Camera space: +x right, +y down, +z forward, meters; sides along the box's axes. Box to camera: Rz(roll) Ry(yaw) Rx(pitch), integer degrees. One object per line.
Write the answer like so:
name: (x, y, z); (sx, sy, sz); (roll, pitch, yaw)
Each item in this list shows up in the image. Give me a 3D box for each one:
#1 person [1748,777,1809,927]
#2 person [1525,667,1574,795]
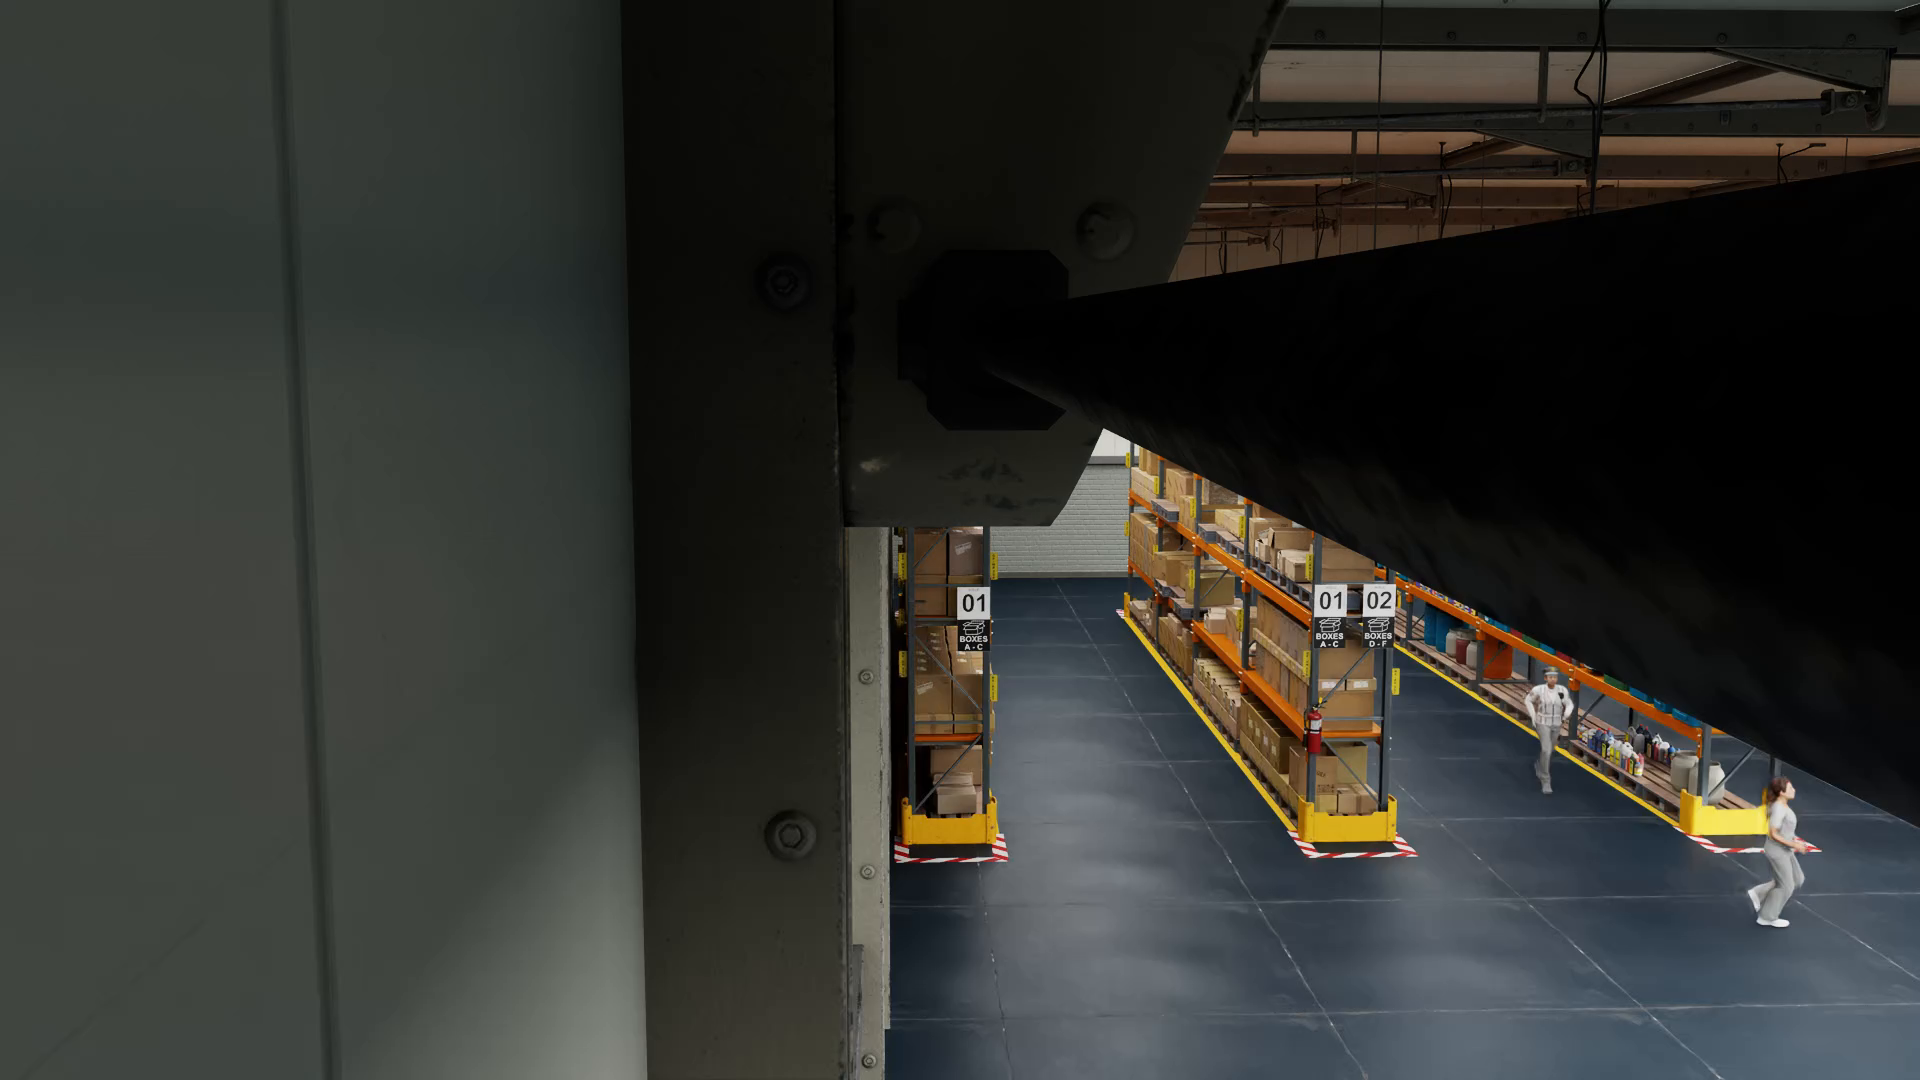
person: (8.634, 3.287, 17.527); (0.553, 1.624, 0.541); (4, 8, 27)
person: (8.110, 2.562, 22.906); (0.611, 1.732, 0.812); (0, 7, -1)
